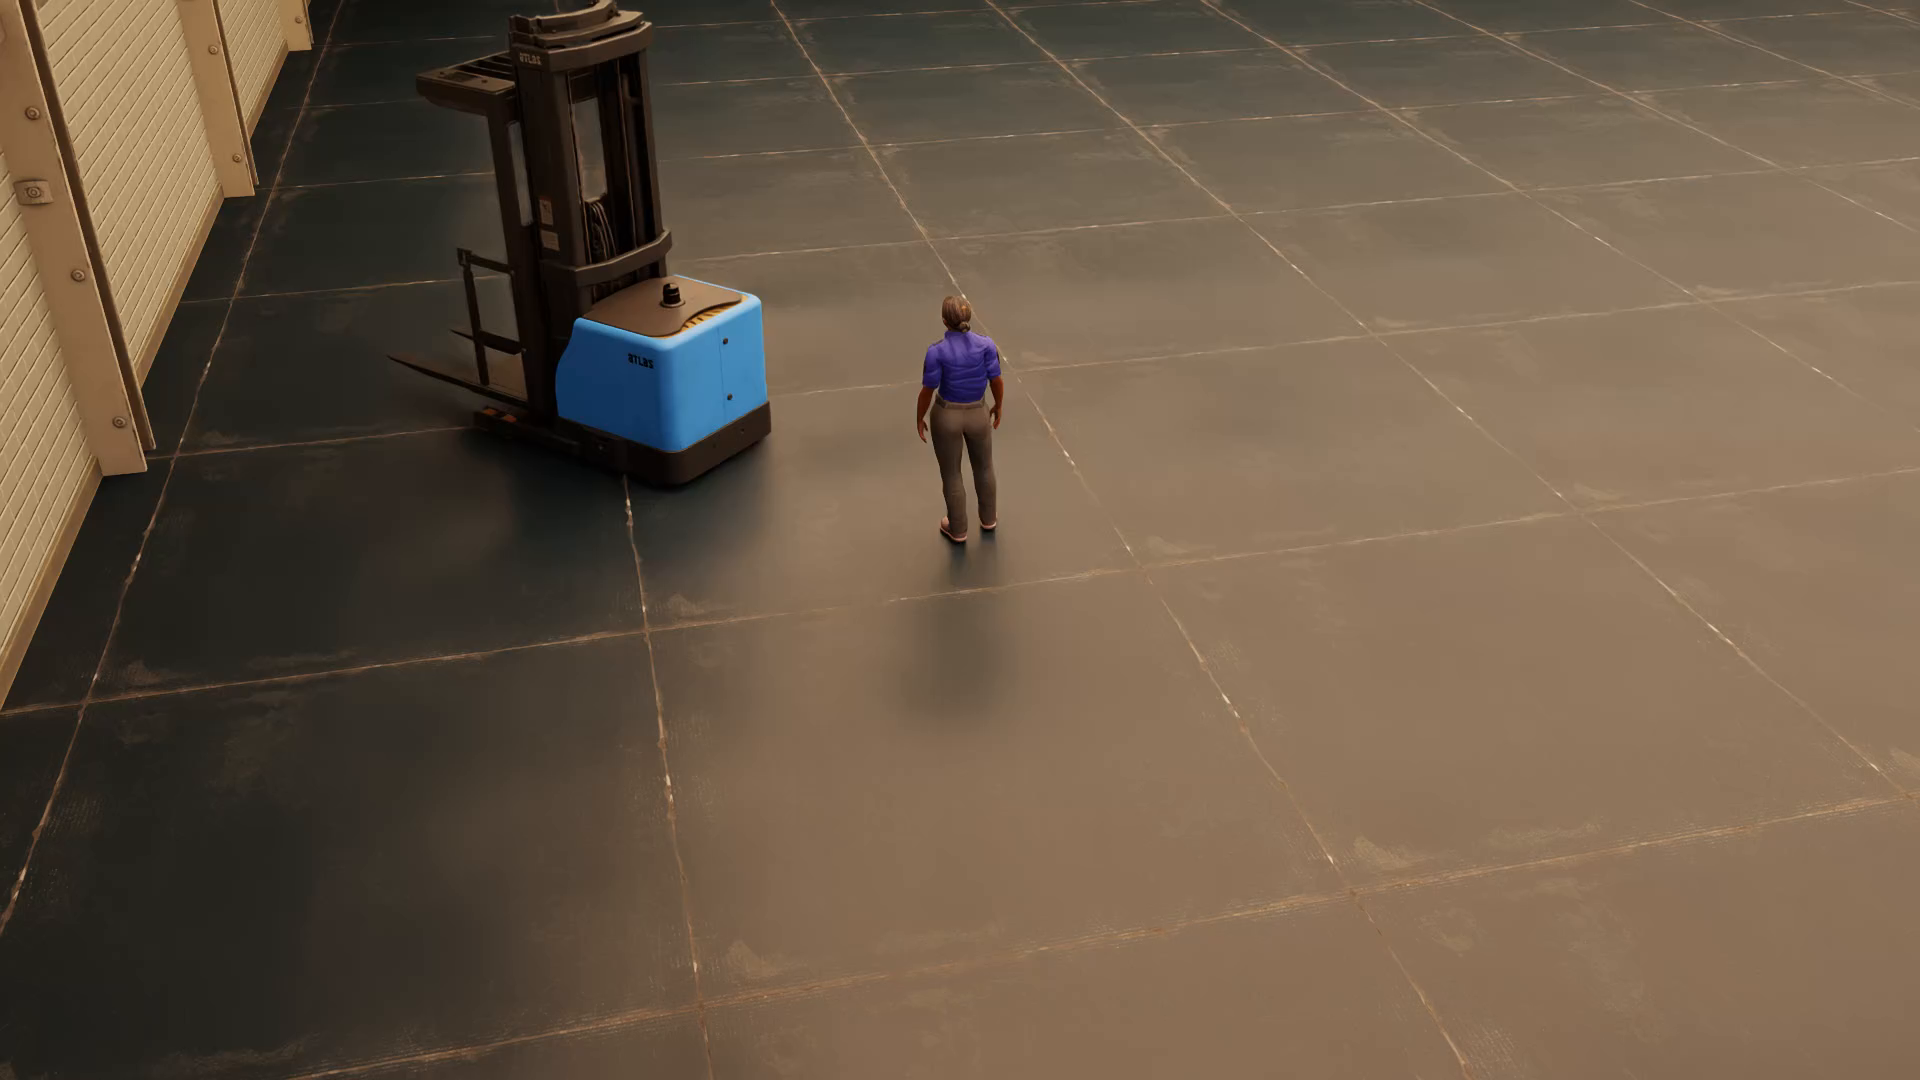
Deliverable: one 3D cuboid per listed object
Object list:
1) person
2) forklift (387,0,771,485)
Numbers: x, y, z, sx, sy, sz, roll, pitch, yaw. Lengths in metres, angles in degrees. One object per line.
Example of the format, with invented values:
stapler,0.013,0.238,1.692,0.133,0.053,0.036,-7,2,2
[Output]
person,-0.001,-0.767,10.160,0.569,1.654,0.504,-7,31,-12
forklift,-2.839,-2.185,11.348,3.031,2.935,1.130,18,35,28
